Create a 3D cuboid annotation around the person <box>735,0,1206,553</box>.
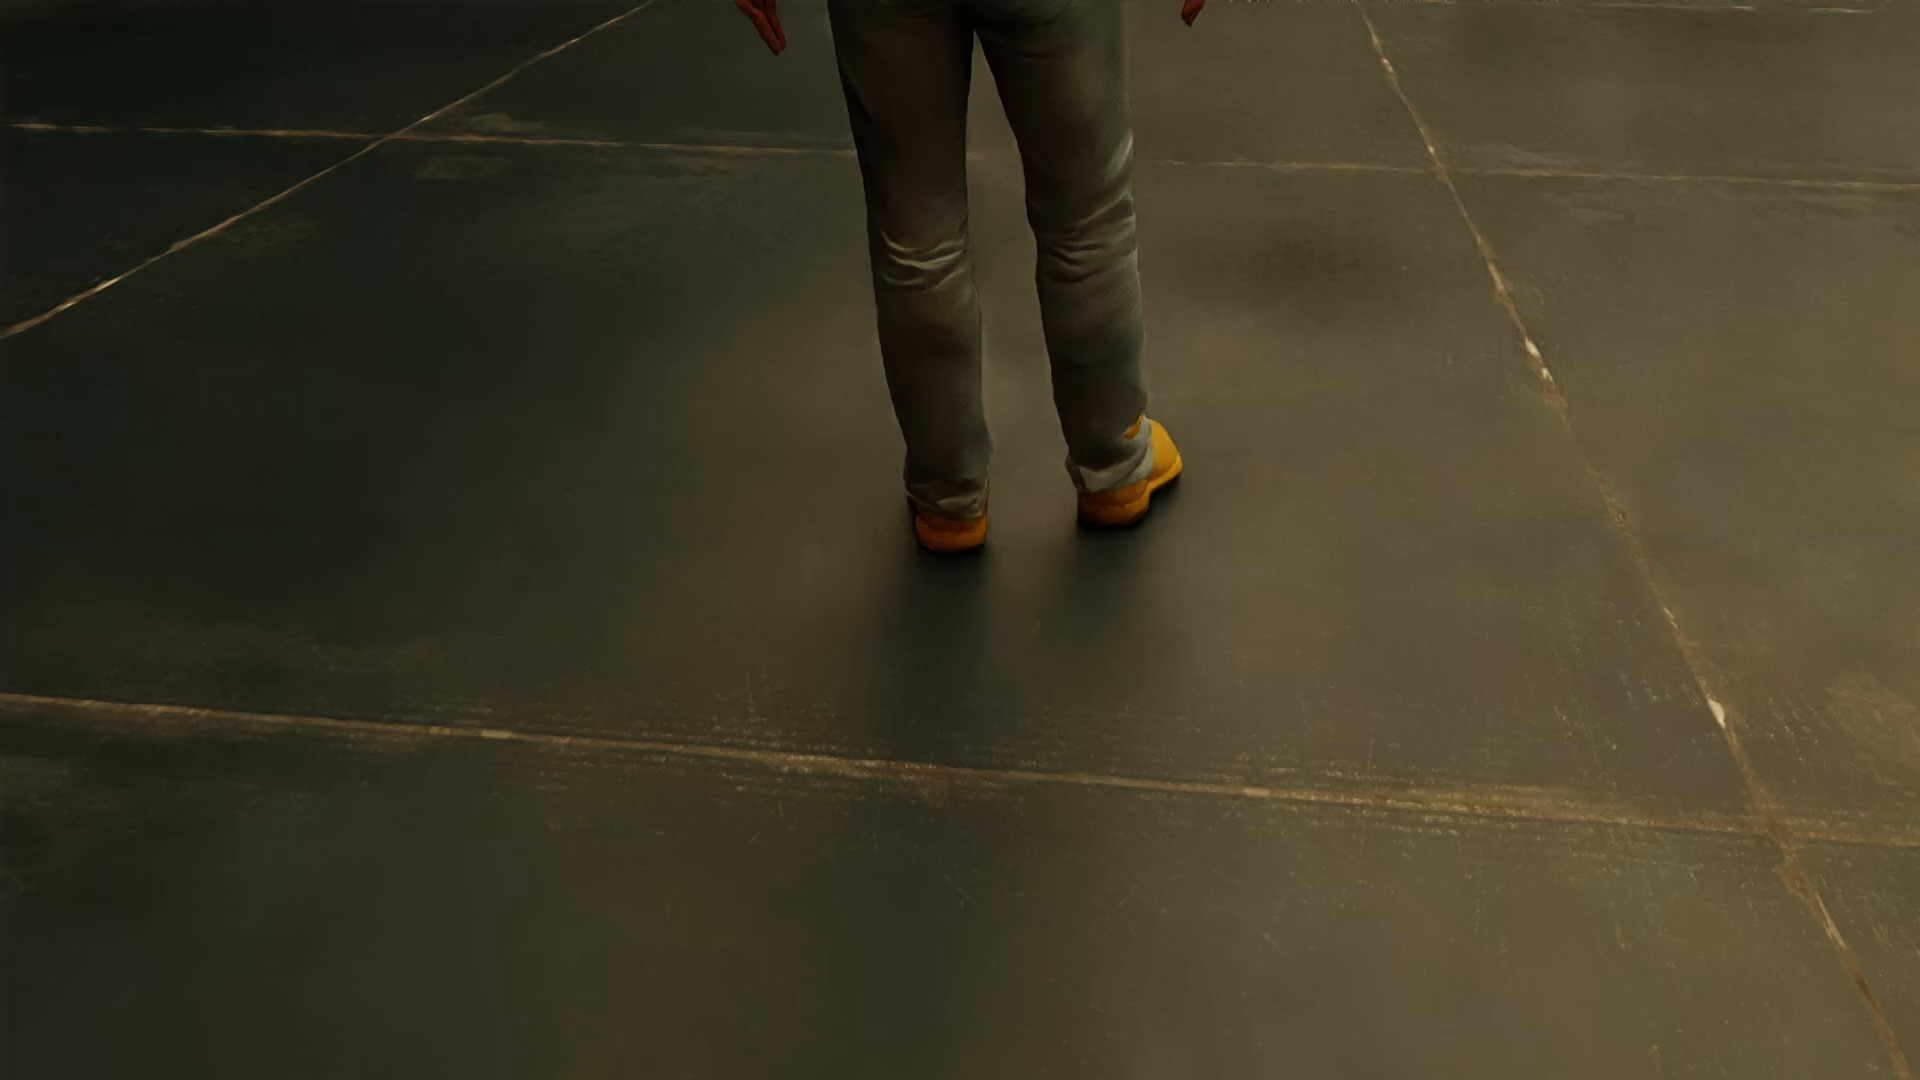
[{"bbox_3d":[0.014,-0.827,2.164,0.665,1.766,0.576,3,27,7],"label":"person"}]
